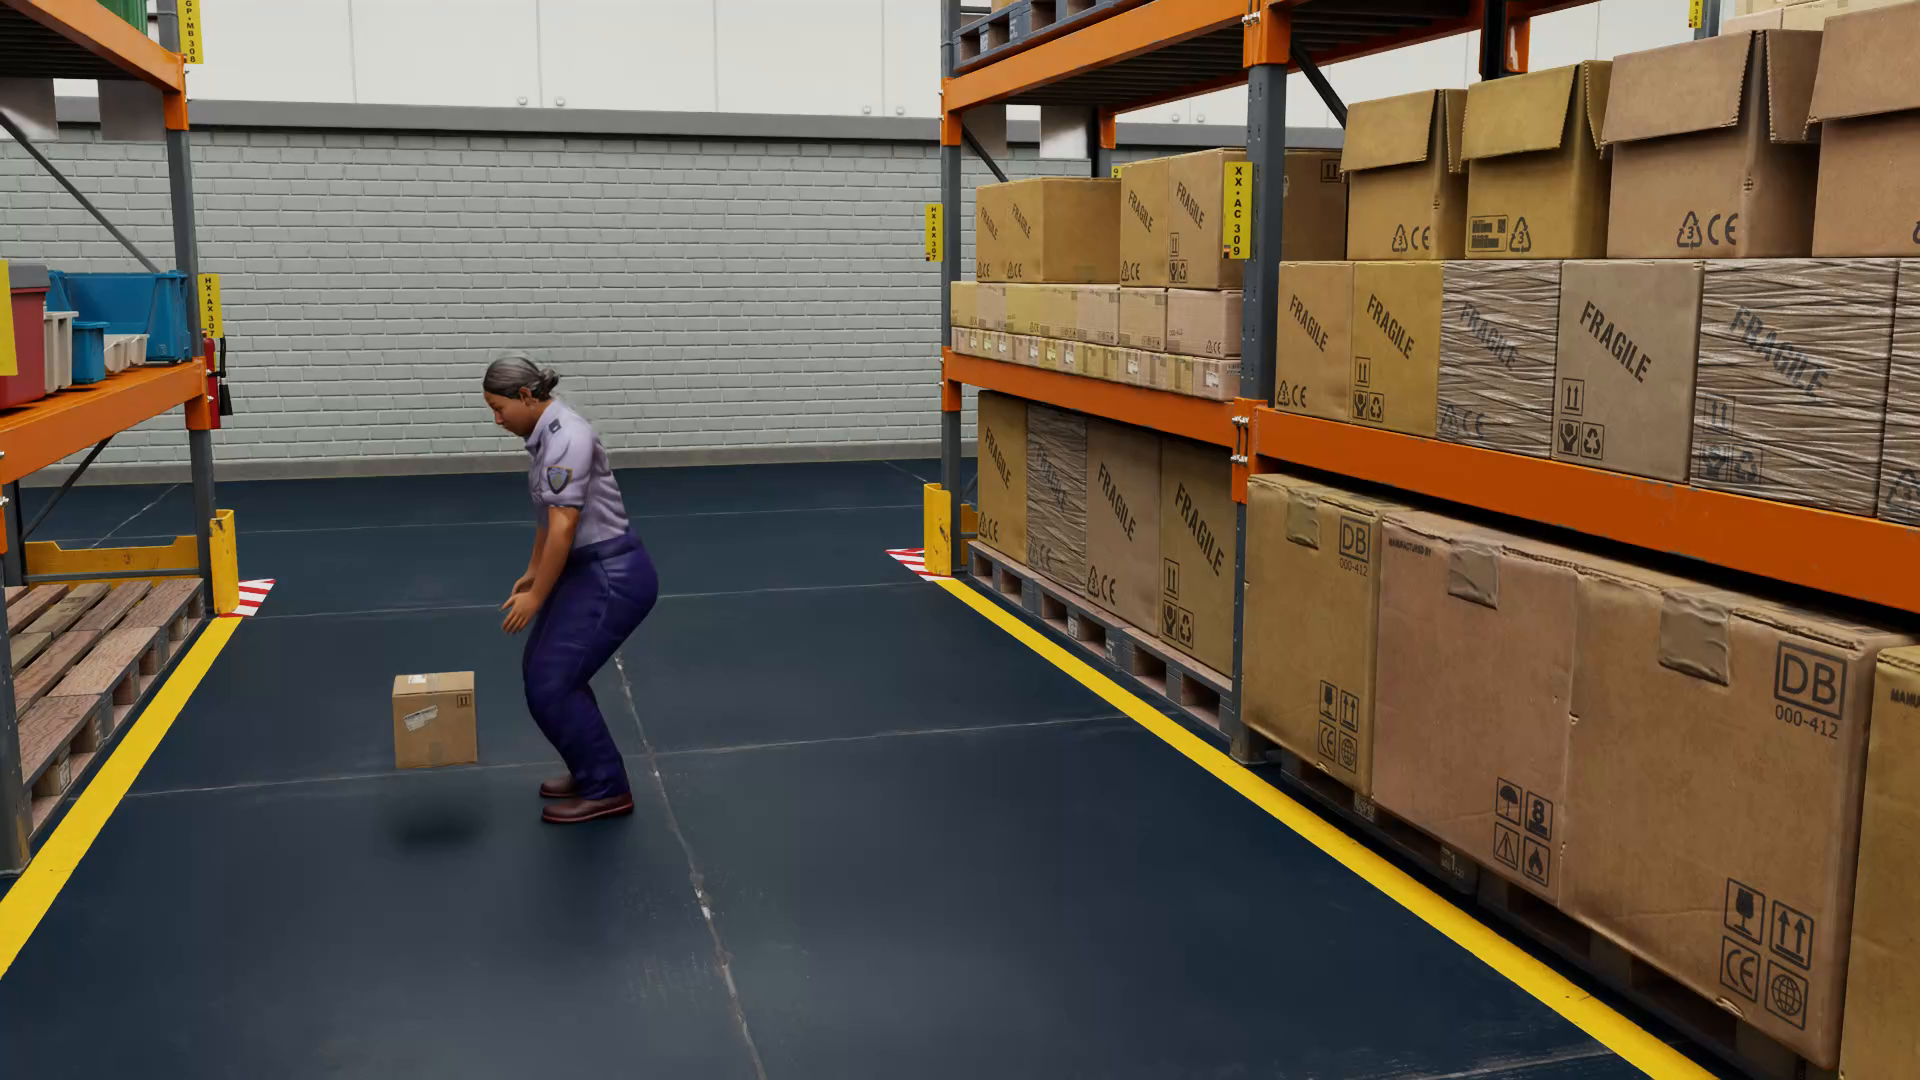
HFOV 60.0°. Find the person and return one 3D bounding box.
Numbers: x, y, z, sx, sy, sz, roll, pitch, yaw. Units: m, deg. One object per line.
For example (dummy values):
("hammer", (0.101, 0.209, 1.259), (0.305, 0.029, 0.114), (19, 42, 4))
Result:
("person", (-1.257, 0.155, 5.447), (0.529, 1.510, 0.522), (-3, 10, -15))
